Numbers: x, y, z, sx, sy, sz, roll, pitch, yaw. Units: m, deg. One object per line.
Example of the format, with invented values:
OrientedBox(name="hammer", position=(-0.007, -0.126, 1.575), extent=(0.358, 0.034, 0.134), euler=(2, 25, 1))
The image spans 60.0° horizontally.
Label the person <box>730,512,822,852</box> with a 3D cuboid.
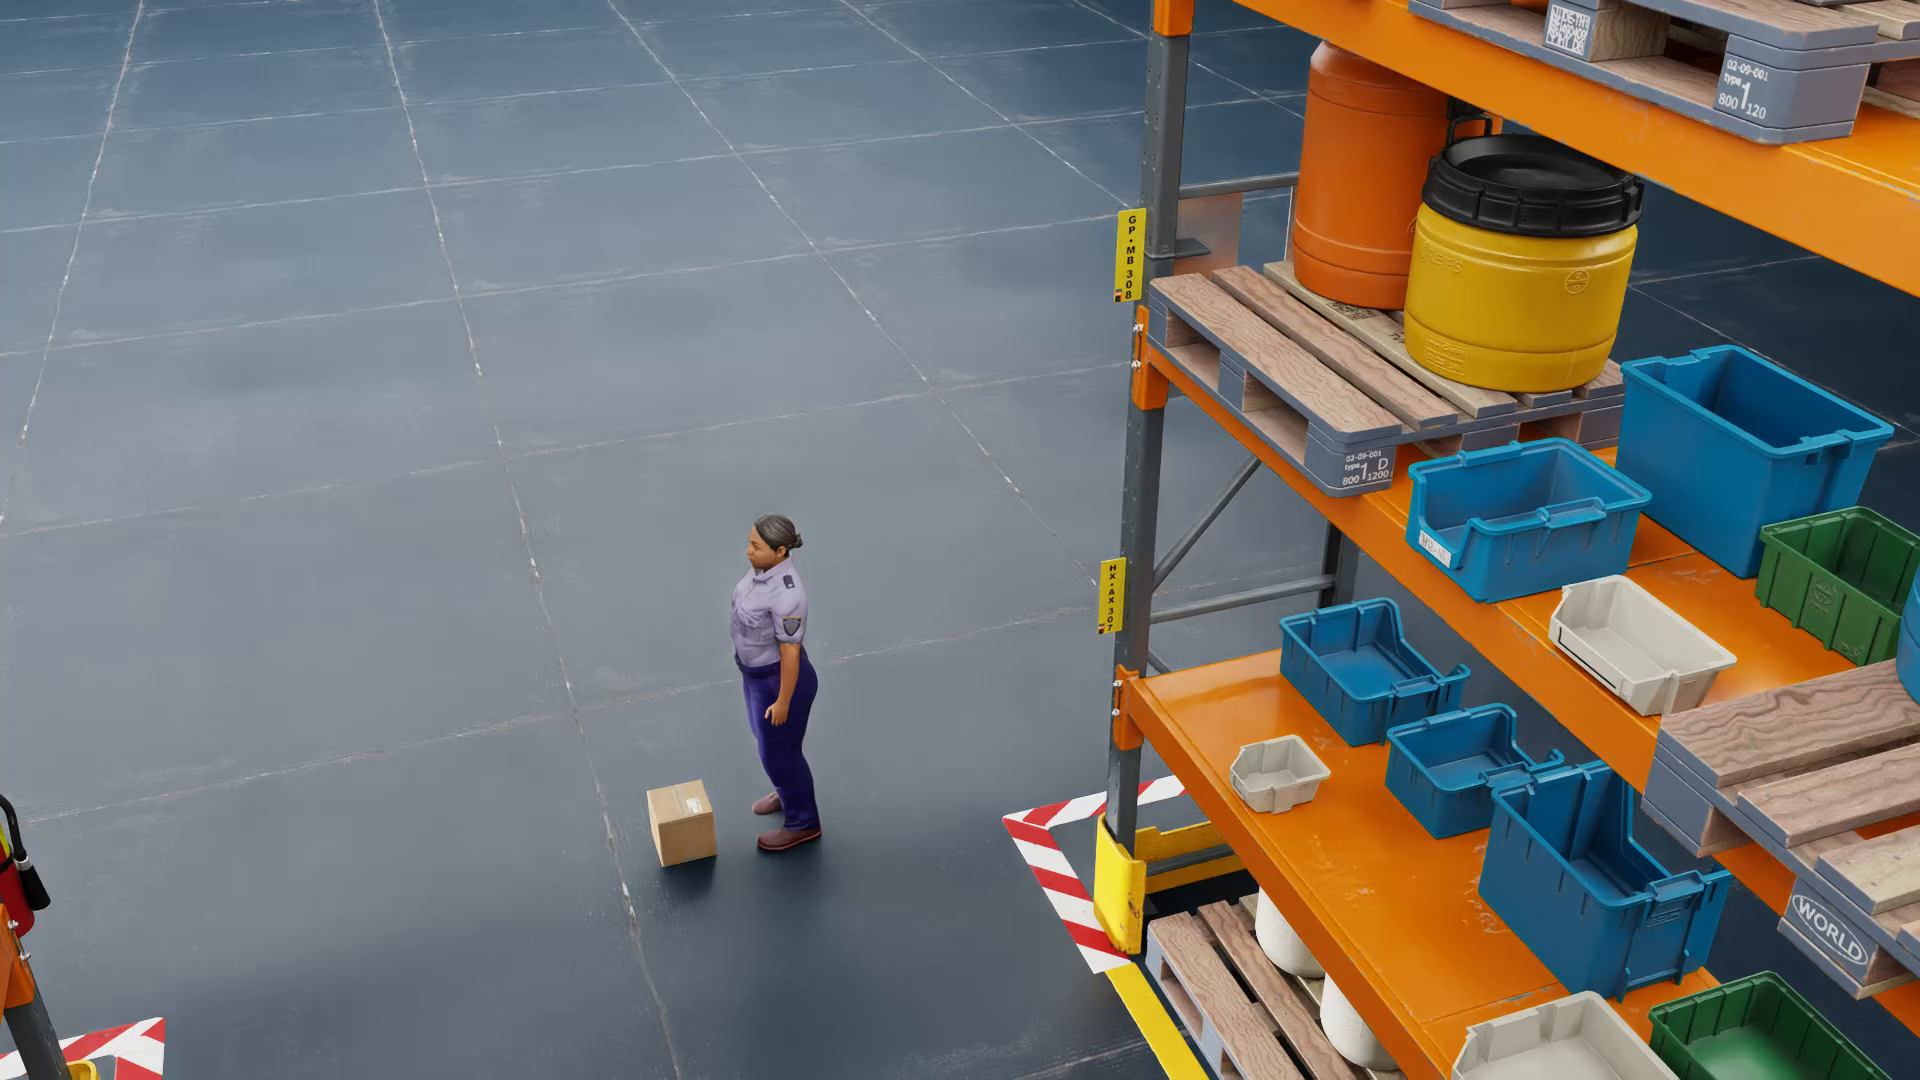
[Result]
OrientedBox(name="person", position=(-0.813, 0.621, 7.307), extent=(0.336, 1.662, 0.467), euler=(-10, 31, -16))
